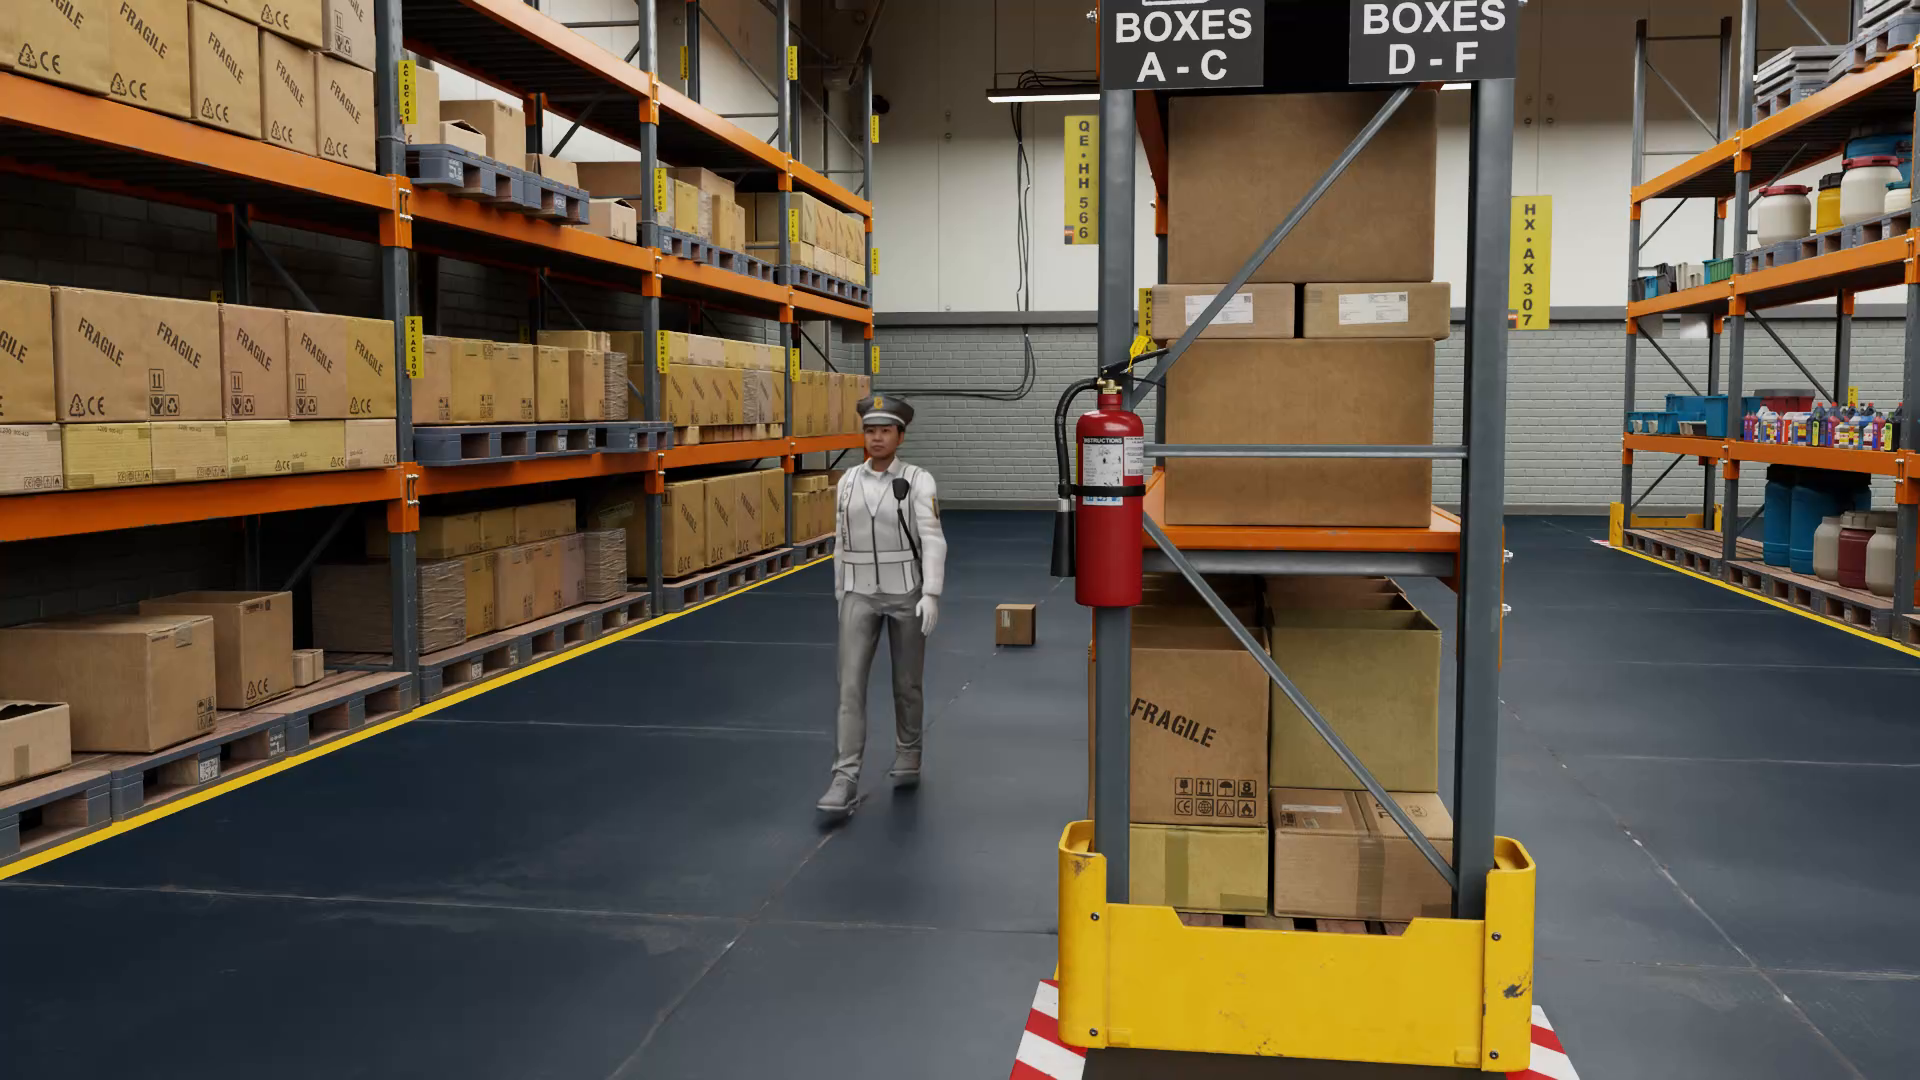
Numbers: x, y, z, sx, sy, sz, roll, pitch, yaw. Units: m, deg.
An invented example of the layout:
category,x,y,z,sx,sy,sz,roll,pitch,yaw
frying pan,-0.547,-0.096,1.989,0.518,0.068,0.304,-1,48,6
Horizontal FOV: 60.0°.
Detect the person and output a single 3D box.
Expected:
category,x,y,z,sx,sy,sz,roll,pitch,yaw
person,-0.304,0.223,6.778,0.505,1.630,0.978,1,5,8
